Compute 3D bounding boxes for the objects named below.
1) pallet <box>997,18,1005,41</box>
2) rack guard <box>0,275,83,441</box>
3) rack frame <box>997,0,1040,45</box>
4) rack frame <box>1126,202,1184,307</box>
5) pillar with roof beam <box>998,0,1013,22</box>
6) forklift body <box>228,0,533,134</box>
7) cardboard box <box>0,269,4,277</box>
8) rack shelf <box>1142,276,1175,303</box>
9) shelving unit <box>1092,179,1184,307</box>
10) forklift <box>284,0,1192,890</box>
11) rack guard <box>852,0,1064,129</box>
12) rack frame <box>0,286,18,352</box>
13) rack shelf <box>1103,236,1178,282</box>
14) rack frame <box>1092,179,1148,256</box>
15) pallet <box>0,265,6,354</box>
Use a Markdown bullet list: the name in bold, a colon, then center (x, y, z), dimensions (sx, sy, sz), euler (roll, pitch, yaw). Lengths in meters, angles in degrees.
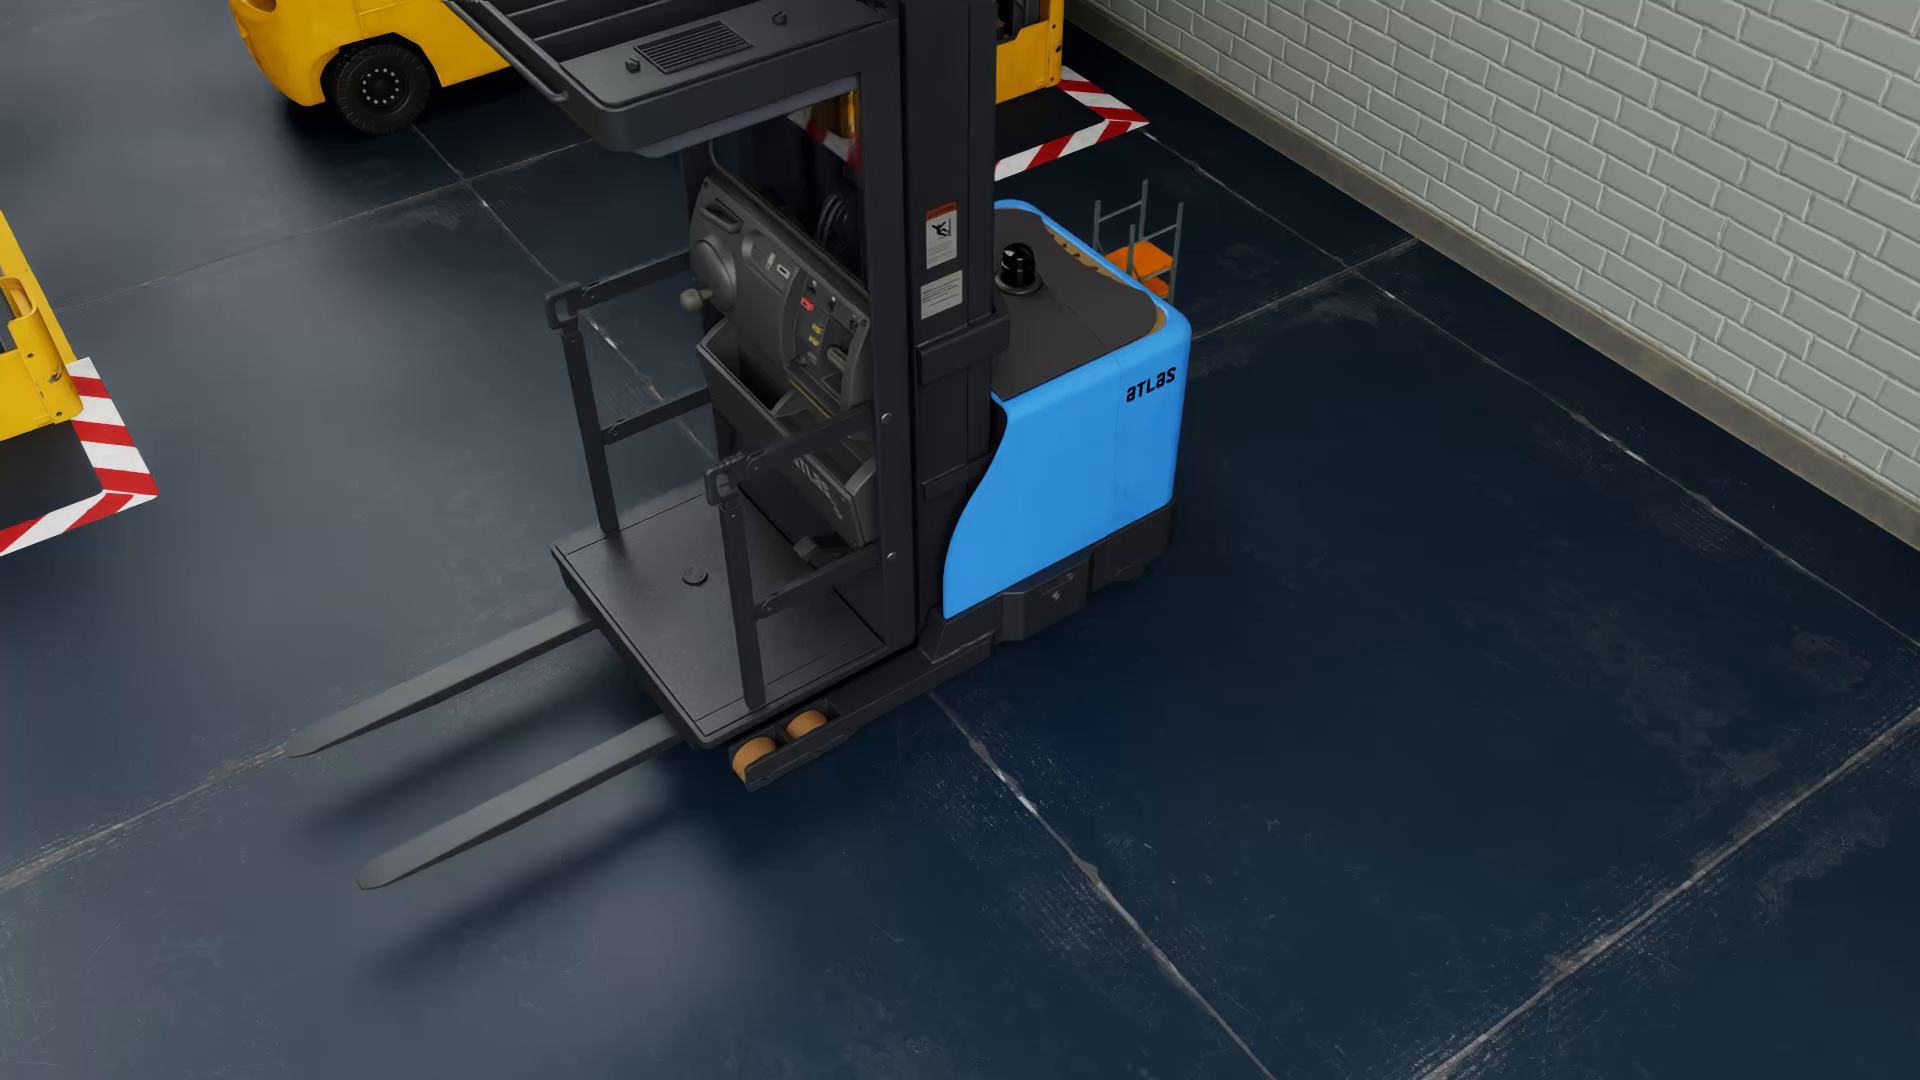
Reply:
- **pallet**: center (-0.504, -2.798, 9.028), dimensions (1.003, 0.211, 1.213), euler (-26, 49, -24)
- **rack guard**: center (-4.145, -0.566, 6.481), dimensions (1.175, 0.500, 0.348), euler (-26, 49, -24)
- **rack frame**: center (-0.032, -3.390, 7.629), dimensions (1.000, 3.000, 0.127), euler (-26, 49, -24)
- **rack frame**: center (0.674, -0.681, 6.094), dimensions (0.240, 1.200, 0.006), euler (-28, 50, -26)
- **pillar with roof beam**: center (-3.222, -4.610, 4.562), dimensions (9.100, 9.000, 0.400), euler (-26, 49, -24)
- **forklift body**: center (-2.613, -3.436, 8.292), dimensions (2.313, 2.155, 1.214), euler (-26, 49, -24)
- **cardboard box**: center (-4.336, -1.151, 6.970), dimensions (0.500, 0.250, 0.500), euler (-26, 49, -25)
- **rack shelf**: center (0.619, -0.873, 6.012), dimensions (0.258, 0.103, 0.180), euler (-28, 50, -26)
- **shelving unit**: center (0.619, -0.731, 6.147), dimensions (0.258, 1.200, 0.189), euler (-28, 50, -26)
- **forklift**: center (-0.713, -0.674, 4.834), dimensions (3.031, 2.935, 1.130), euler (-26, 50, -25)
- **rack guard**: center (-0.018, -2.472, 8.478), dimensions (1.175, 0.500, 0.348), euler (-26, 49, -24)
- **rack frame**: center (-4.101, -1.427, 5.573), dimensions (1.000, 3.000, 0.127), euler (-26, 49, -24)
- **rack shelf**: center (0.619, -0.960, 5.929), dimensions (0.258, 0.103, 0.180), euler (-28, 50, -26)
- **rack frame**: center (0.563, -0.782, 6.200), dimensions (0.240, 1.200, 0.006), euler (-28, 50, -26)
- **pallet**: center (-4.581, -0.936, 7.077), dimensions (1.003, 0.211, 1.213), euler (-26, 49, -24)
